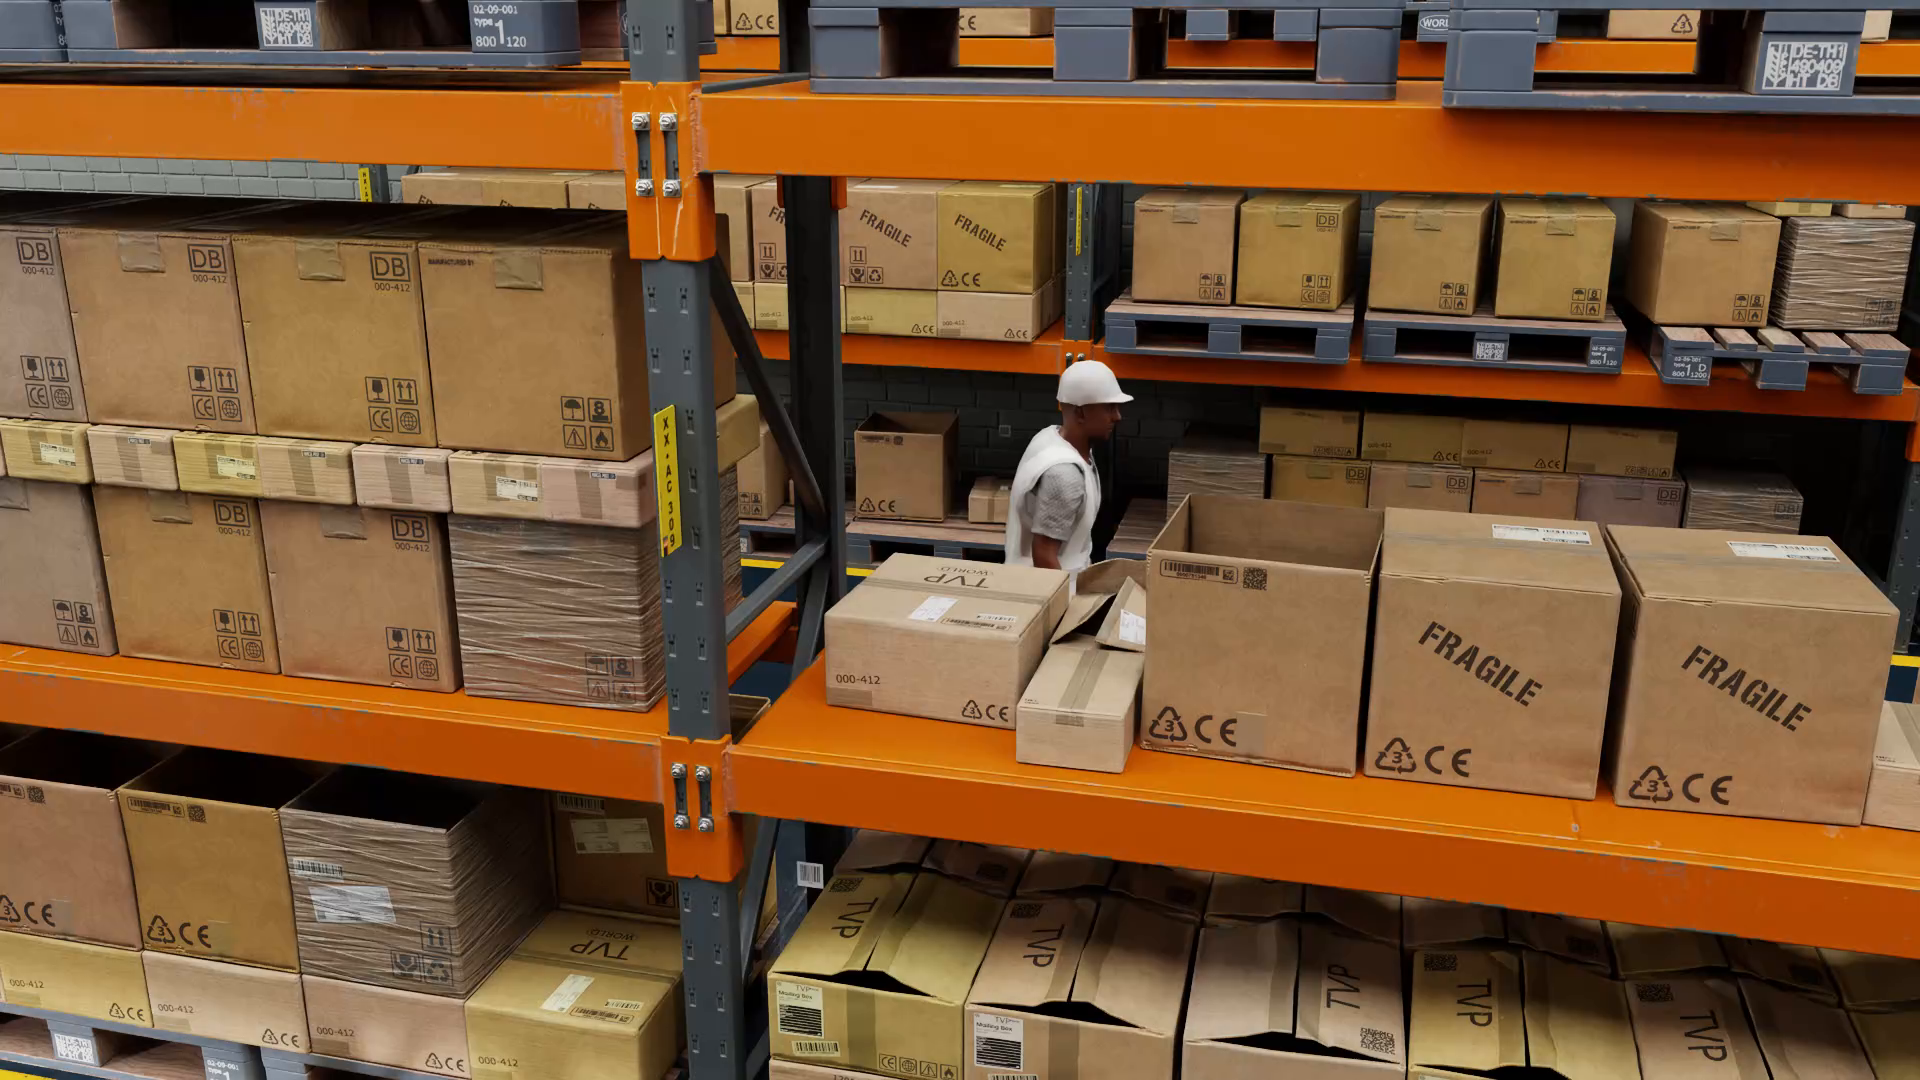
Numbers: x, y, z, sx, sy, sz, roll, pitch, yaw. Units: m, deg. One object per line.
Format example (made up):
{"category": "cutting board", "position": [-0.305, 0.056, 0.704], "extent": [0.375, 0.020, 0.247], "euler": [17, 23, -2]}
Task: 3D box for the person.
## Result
{"category": "person", "position": [0.389, 0.219, 6.122], "extent": [0.445, 1.774, 0.629], "euler": [3, 18, 10]}
